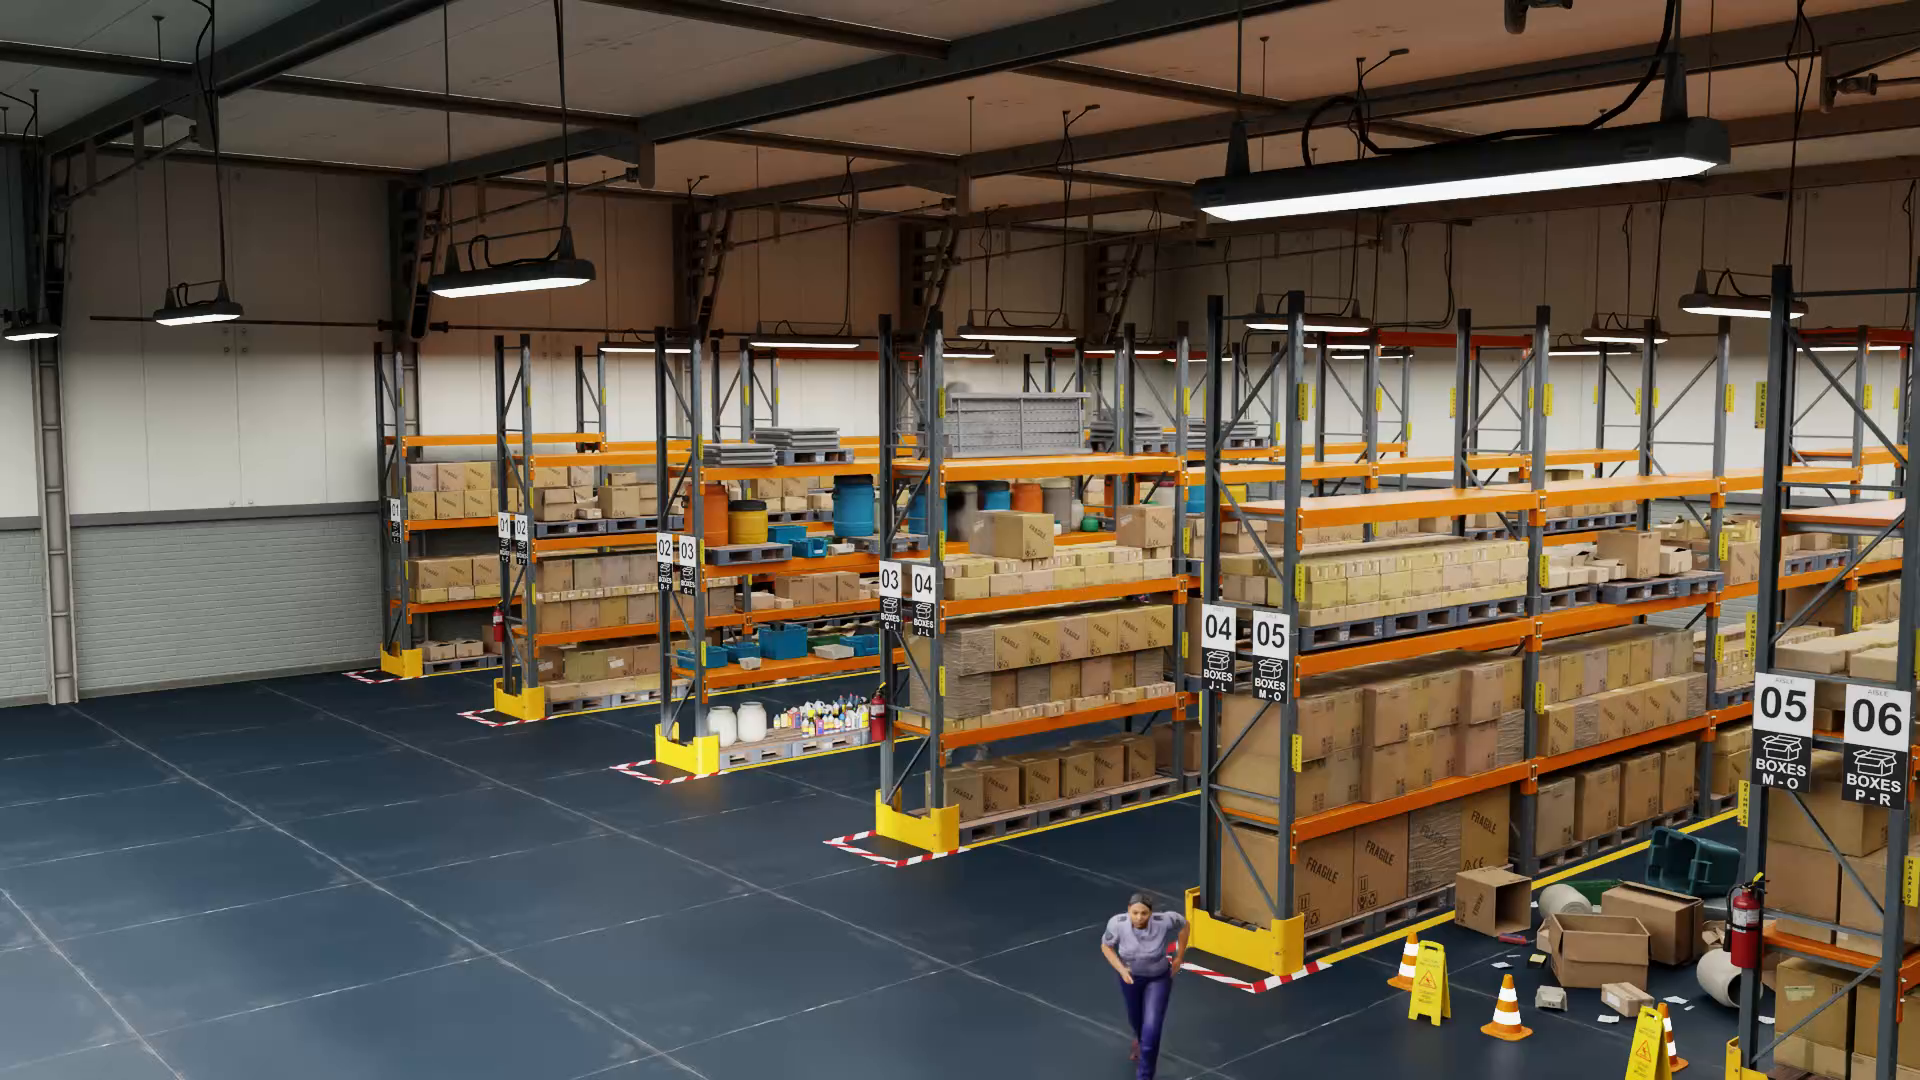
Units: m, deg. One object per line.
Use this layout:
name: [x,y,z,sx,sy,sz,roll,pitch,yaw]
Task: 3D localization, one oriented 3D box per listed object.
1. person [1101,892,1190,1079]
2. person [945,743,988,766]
person: [1.379,3.300,12.338,0.648,1.600,0.962,1,5,9]
person: [-0.010,2.100,21.625,0.795,1.730,0.631,-4,7,-38]
